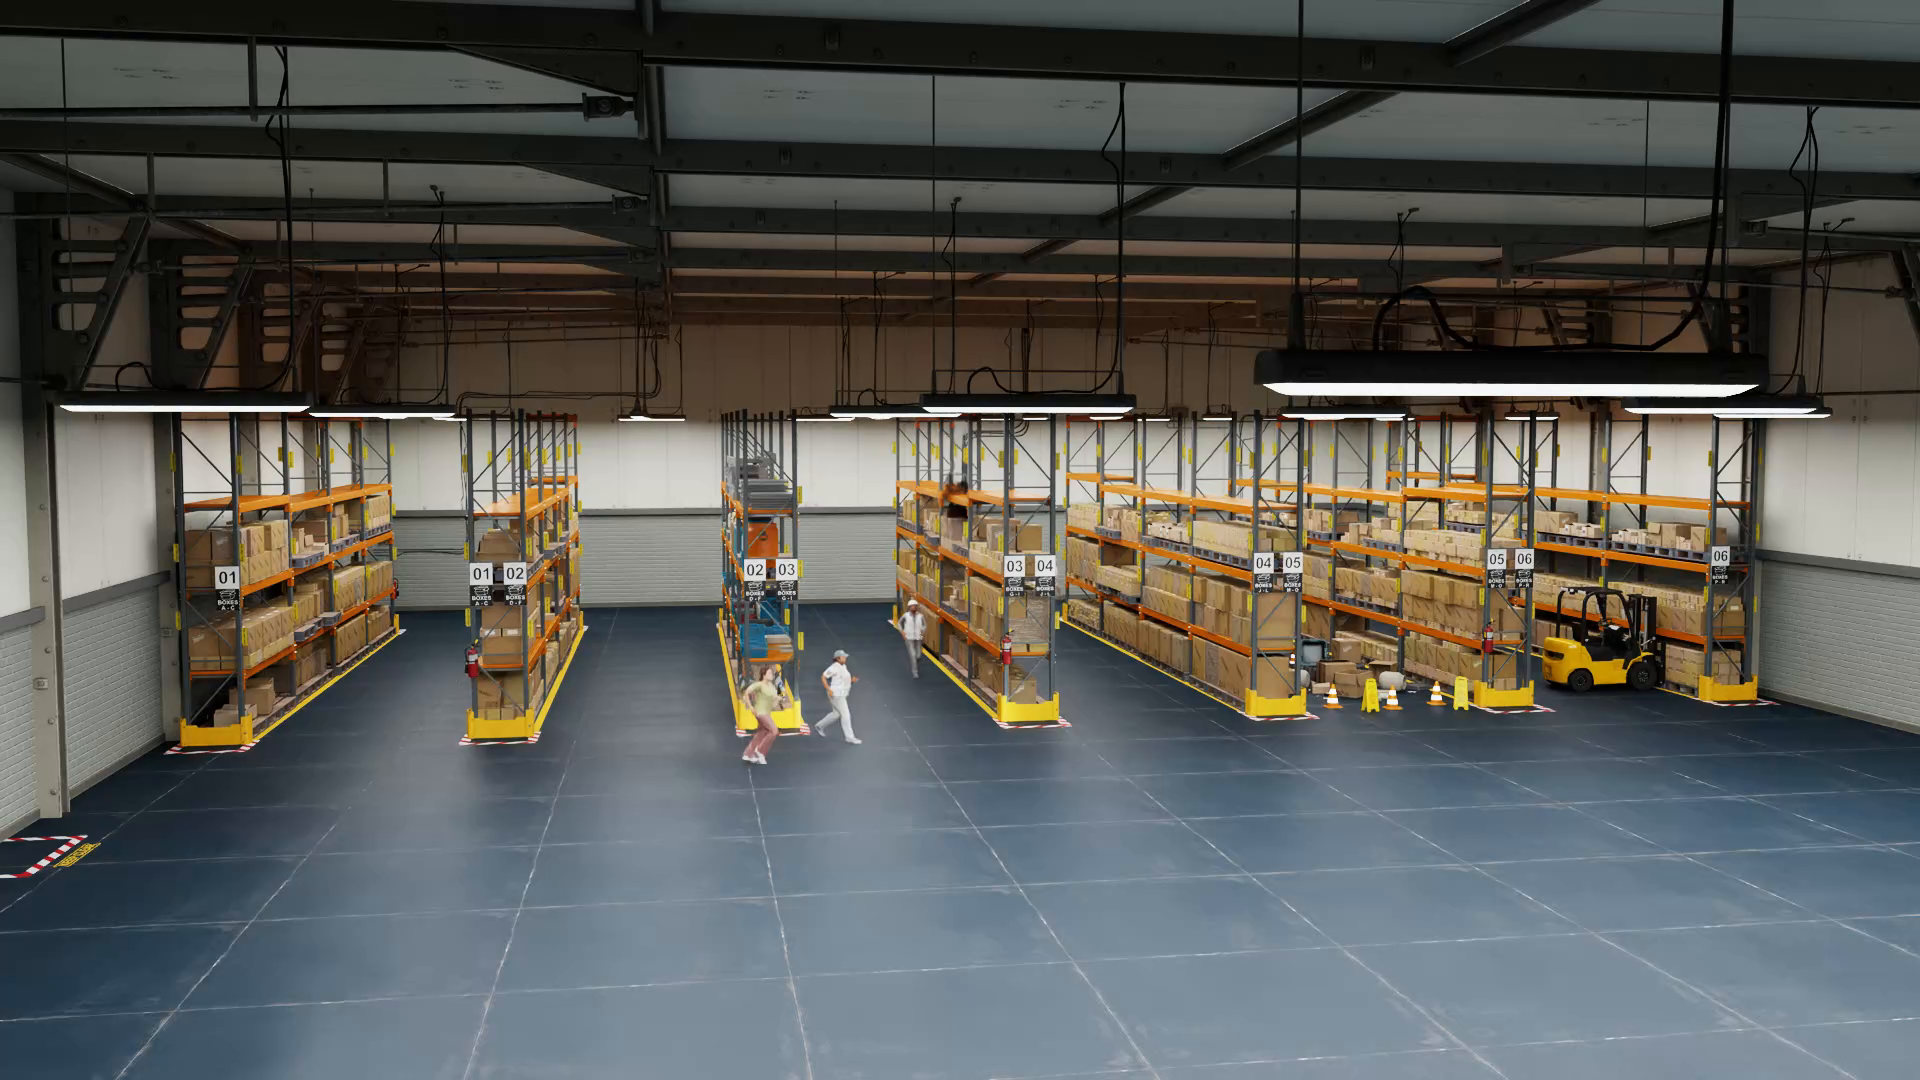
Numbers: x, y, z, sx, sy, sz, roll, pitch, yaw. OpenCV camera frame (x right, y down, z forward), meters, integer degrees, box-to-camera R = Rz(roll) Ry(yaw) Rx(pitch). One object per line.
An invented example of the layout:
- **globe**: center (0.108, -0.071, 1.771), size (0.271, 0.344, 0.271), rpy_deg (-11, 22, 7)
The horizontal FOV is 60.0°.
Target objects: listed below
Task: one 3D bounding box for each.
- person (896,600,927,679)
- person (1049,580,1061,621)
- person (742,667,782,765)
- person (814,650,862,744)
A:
- **person**: center (-1.070, 2.211, 37.390), size (0.691, 1.742, 0.783), rpy_deg (-1, 4, -16)
- **person**: center (2.413, 1.684, 45.411), size (0.709, 1.767, 0.934), rpy_deg (-1, 4, -7)
- **person**: center (-3.323, 2.944, 27.943), size (0.705, 1.645, 0.565), rpy_deg (1, 4, 19)
- **person**: center (-2.200, 2.793, 29.781), size (0.936, 1.655, 0.605), rpy_deg (1, 4, 15)
